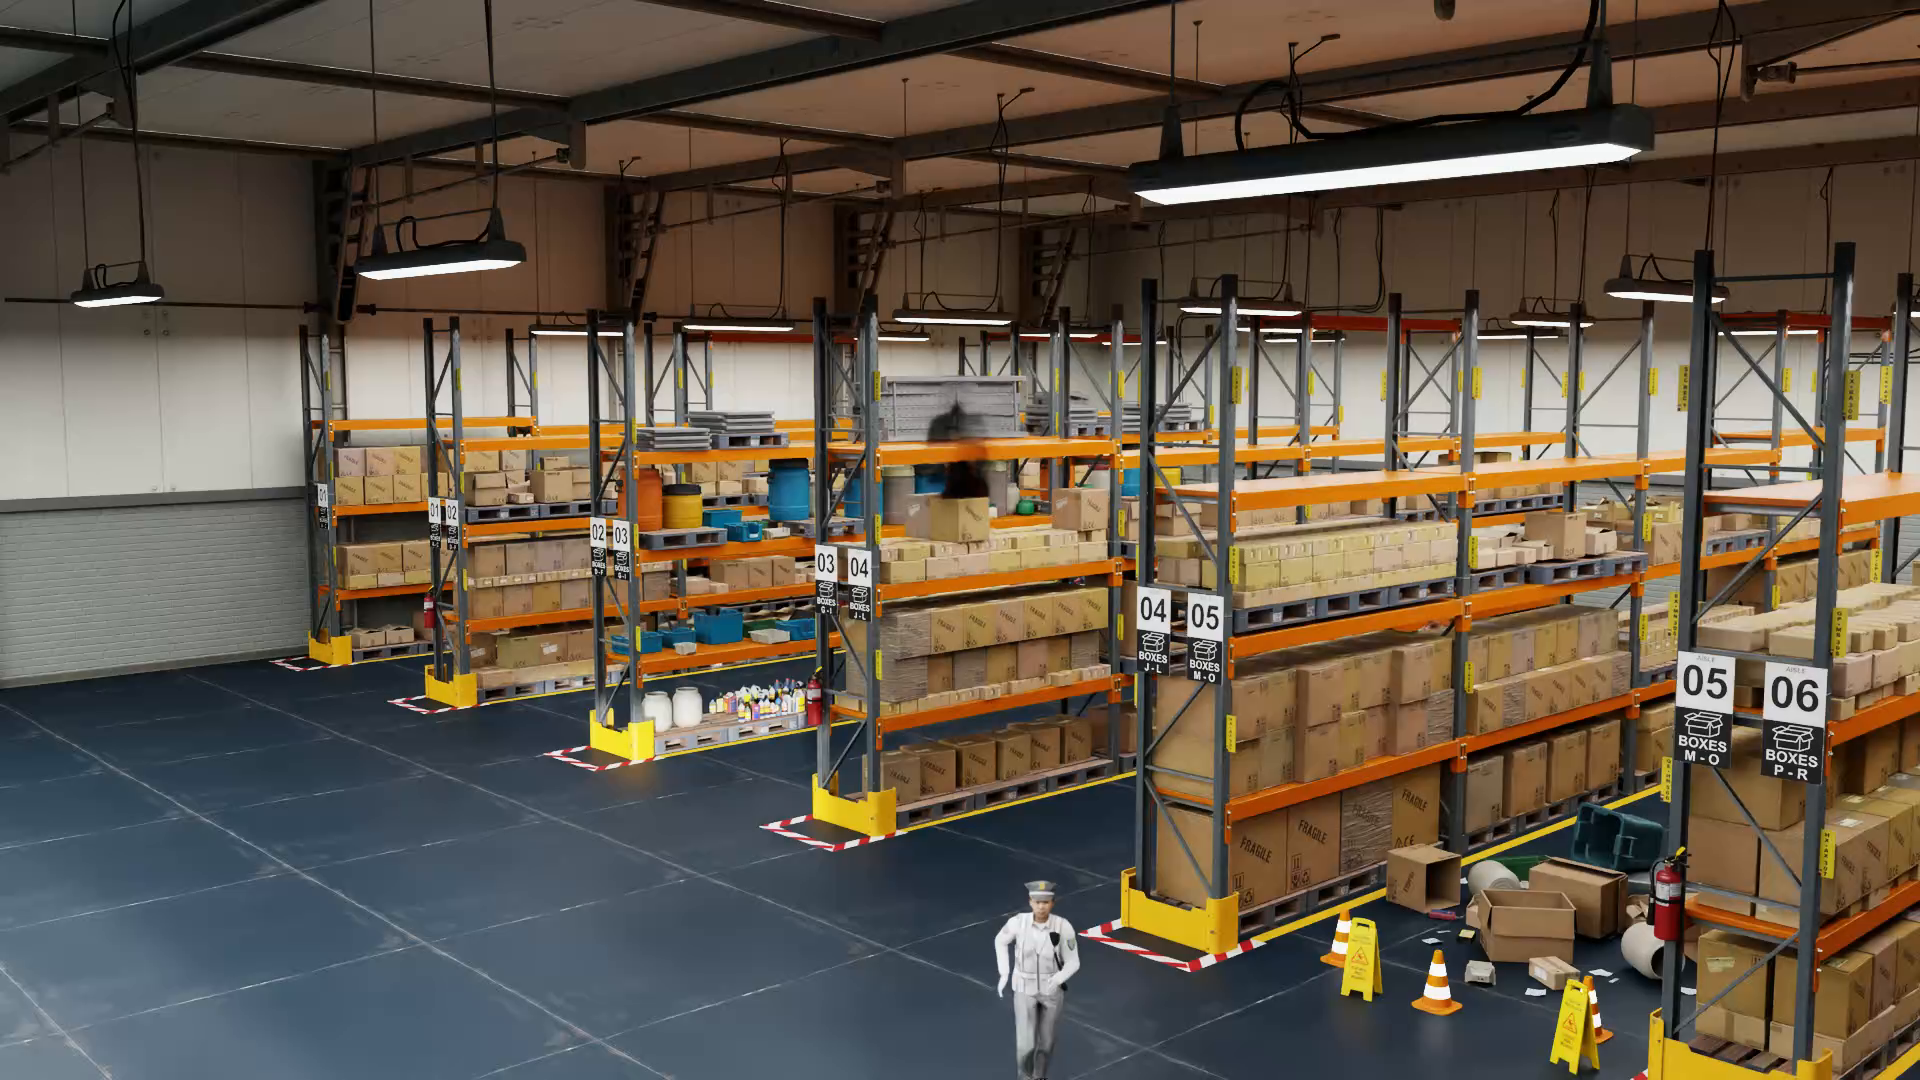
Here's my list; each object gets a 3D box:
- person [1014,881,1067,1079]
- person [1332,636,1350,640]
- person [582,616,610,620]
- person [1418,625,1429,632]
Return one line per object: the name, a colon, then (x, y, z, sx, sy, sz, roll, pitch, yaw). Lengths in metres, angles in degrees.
person: (0.562, 3.120, 11.633, 0.376, 1.574, 0.587, 0, 6, -1)
person: (5.232, 2.078, 22.465, 0.854, 1.683, 0.608, -5, 8, -40)
person: (-6.540, 1.190, 29.976, 0.631, 1.589, 0.740, 5, 7, 38)
person: (6.854, 1.855, 24.114, 0.667, 1.234, 0.601, -5, 8, -41)
